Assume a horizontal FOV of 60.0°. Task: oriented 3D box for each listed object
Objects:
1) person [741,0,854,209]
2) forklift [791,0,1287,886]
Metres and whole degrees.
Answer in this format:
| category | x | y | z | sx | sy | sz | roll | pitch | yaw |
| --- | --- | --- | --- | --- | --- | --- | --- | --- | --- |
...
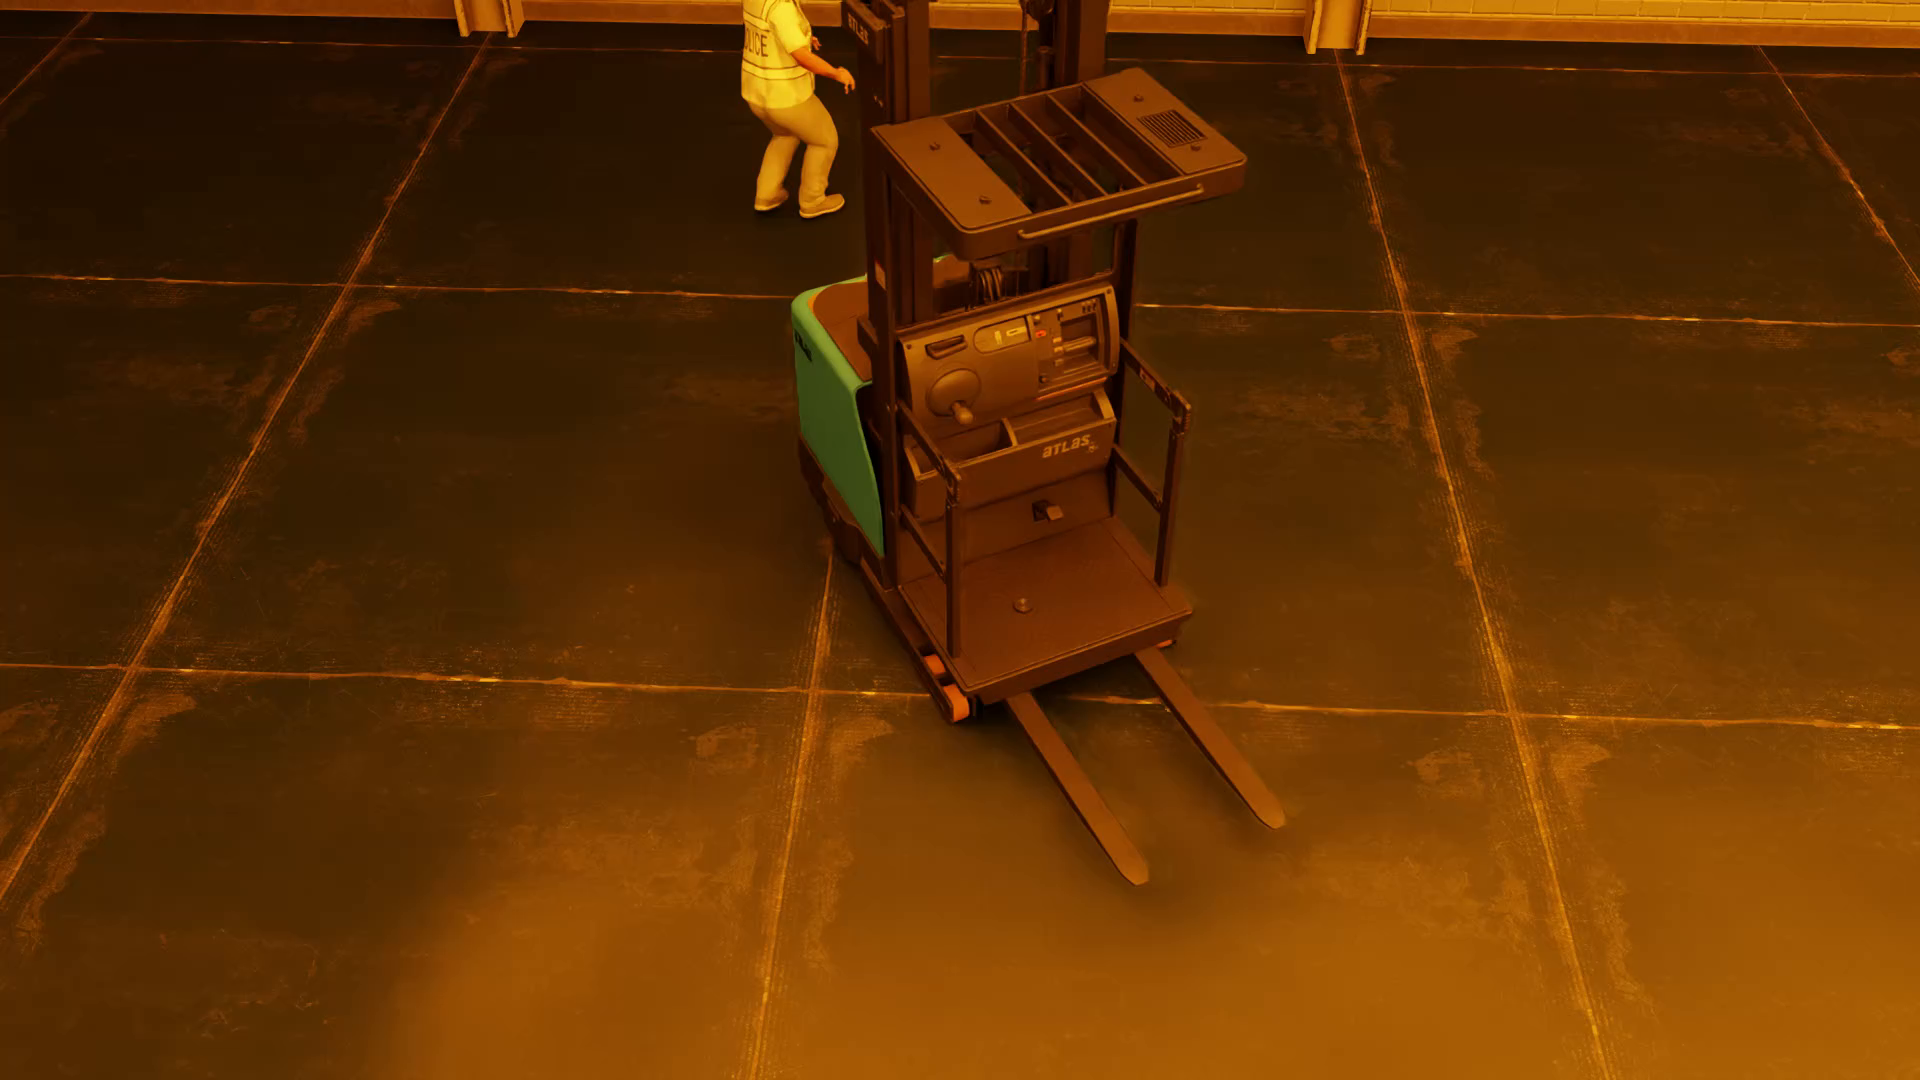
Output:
| category | x | y | z | sx | sy | sz | roll | pitch | yaw |
| --- | --- | --- | --- | --- | --- | --- | --- | --- | --- |
| person | 2239.540 | -33682.793 | 36903.342 | 68453.009 | 2.654 | 72914.213 | -30 | 50 | -29 |
| forklift | 0.305 | -0.650 | 6.454 | 1.130 | 2.935 | 3.031 | -18 | 45 | -19 |
